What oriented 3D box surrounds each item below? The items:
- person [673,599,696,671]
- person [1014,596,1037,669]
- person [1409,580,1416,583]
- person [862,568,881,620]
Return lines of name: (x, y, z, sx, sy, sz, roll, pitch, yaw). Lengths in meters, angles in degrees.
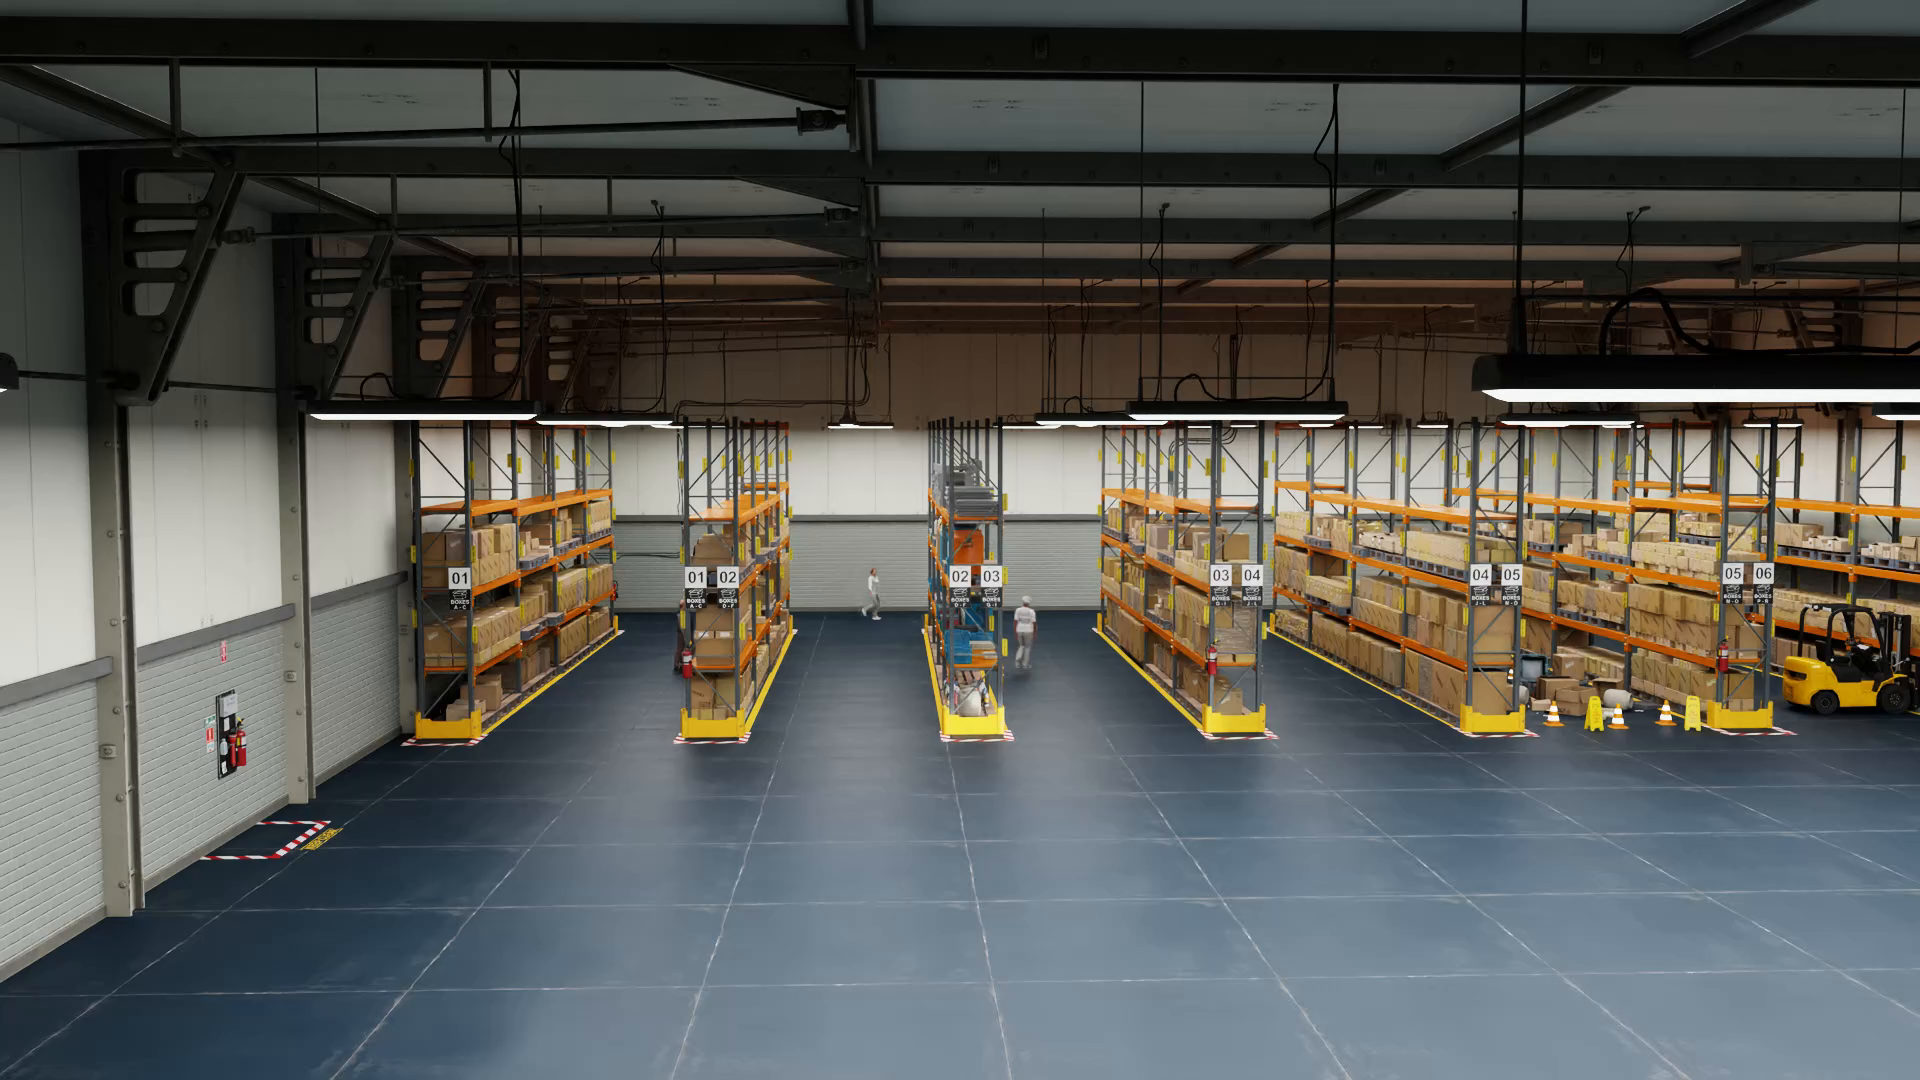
person: (-6.541, 2.308, 39.812, 0.547, 1.692, 0.657, 2, 4, 23)
person: (1.607, 2.217, 39.878, 0.536, 1.783, 0.496, 3, 5, 39)
person: (12.097, 1.960, 44.784, 0.619, 1.766, 0.584, 3, 5, 36)
person: (-2.676, 1.633, 50.511, 0.580, 1.567, 0.418, 1, 4, 14)
